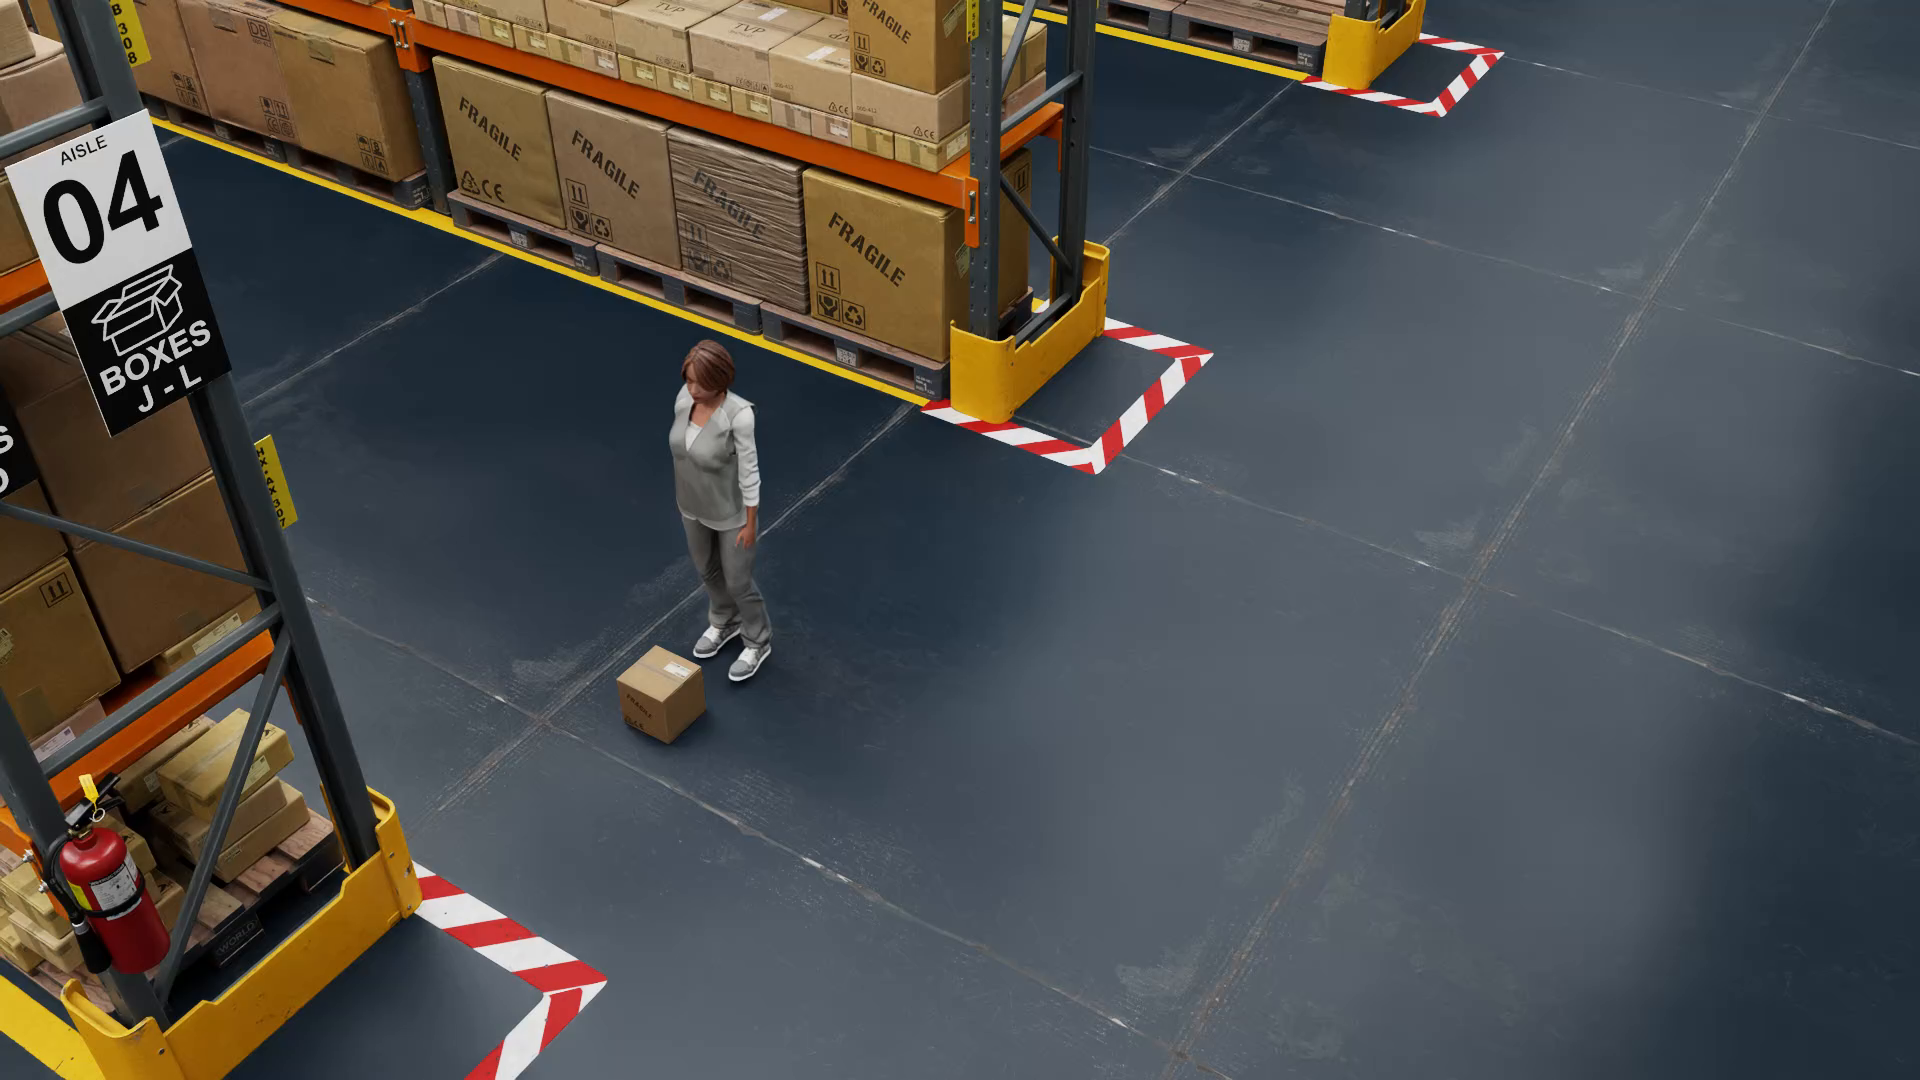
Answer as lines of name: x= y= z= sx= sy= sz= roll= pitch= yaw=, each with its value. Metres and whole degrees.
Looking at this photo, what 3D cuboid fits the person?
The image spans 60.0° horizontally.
person: x=-0.981 y=-0.118 z=6.834 sx=0.408 sy=1.597 sz=0.325 roll=23 pitch=44 yaw=26
